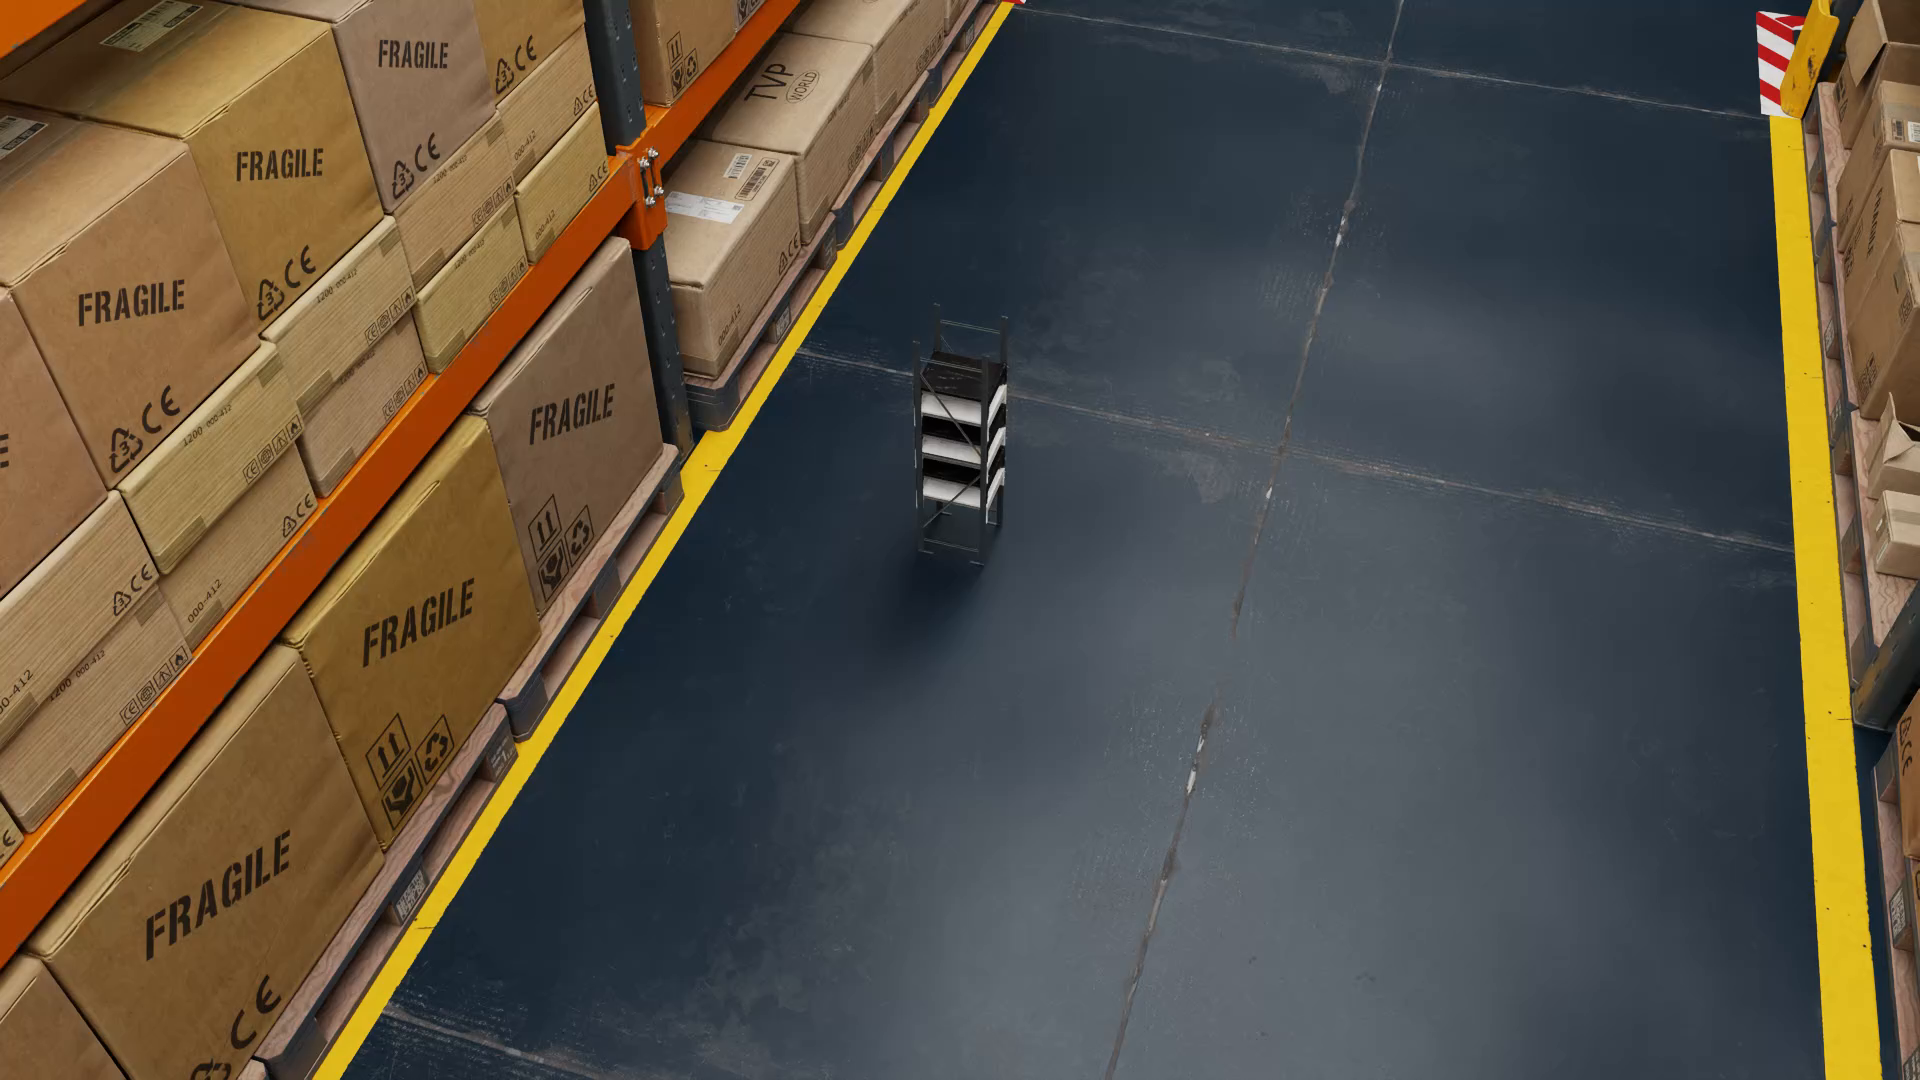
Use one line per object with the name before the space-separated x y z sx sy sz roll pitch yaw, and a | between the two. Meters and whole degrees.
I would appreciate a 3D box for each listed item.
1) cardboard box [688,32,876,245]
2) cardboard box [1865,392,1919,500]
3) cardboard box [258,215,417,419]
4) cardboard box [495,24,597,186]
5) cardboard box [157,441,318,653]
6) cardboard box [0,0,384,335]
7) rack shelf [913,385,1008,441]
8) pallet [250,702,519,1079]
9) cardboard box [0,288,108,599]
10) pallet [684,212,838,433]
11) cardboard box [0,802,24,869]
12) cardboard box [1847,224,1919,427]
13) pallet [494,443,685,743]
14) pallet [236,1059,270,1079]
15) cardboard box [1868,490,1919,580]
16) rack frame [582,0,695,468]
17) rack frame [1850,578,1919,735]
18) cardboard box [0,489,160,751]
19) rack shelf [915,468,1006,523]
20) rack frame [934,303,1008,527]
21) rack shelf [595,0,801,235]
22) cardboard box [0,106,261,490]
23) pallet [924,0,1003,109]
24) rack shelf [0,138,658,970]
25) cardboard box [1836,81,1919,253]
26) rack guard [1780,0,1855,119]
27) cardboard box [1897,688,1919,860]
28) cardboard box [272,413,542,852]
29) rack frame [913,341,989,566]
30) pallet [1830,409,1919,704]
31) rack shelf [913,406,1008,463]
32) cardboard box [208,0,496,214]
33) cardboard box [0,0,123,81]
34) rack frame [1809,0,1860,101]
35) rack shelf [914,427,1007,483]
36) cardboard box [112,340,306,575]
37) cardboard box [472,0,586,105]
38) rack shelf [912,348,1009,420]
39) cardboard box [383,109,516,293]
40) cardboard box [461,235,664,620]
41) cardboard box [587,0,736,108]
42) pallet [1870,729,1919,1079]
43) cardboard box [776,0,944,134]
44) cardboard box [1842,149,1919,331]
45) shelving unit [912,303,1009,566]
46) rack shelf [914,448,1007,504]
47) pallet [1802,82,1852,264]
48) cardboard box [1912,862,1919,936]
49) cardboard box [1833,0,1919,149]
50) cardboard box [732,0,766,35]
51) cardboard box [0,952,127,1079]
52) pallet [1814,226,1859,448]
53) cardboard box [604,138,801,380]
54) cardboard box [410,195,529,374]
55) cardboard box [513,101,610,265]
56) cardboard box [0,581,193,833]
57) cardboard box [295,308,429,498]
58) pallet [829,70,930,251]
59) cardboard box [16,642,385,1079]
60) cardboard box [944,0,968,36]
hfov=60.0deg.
cardboard box | -0.904 -1.706 6.880 0.875 0.438 0.875 11 45 11
cardboard box | 3.262 -0.274 5.540 0.396 0.266 0.258 14 46 14
cardboard box | -1.664 -0.577 3.945 0.500 0.250 0.500 14 46 13
cardboard box | -1.368 -1.258 4.641 0.500 0.250 0.500 12 46 12
cardboard box | -1.841 -0.056 3.770 0.500 0.250 0.500 13 46 13
cardboard box | -1.684 -0.841 3.678 0.500 0.500 0.500 14 46 14
rack shelf | 0.002 -0.432 5.338 0.258 0.077 0.200 13 46 12
pallet | -1.996 0.864 4.716 1.003 0.211 1.213 13 46 13
cardboard box | -1.983 -0.157 2.979 0.500 0.500 0.500 14 46 14
pallet | -1.162 -0.972 6.593 1.003 0.211 1.213 13 46 13
cardboard box | -2.151 0.622 3.077 0.500 0.250 0.500 11 46 11
cardboard box | 3.591 -0.712 5.819 0.700 0.500 0.500 11 45 11
pallet | -1.628 0.048 5.550 1.003 0.211 1.213 13 46 13
pallet | -2.367 1.675 3.888 1.003 0.211 1.213 13 46 13
cardboard box | 3.154 0.005 5.338 0.380 0.149 0.250 11 45 11
rack frame | -1.467 -1.479 5.116 1.000 3.000 0.127 13 46 13
rack frame | 3.265 -0.430 4.045 1.000 3.000 0.127 13 46 13
cardboard box | -1.969 0.103 3.250 0.500 0.250 0.500 12 46 12
rack shelf | 0.002 -0.175 5.590 0.258 0.077 0.200 13 46 12
rack frame | 0.033 -0.395 5.510 0.240 0.900 0.006 13 46 12
rack shelf | -0.861 -2.555 6.730 1.077 0.370 4.000 13 46 13
cardboard box | -1.827 -0.492 3.322 0.500 0.500 0.500 13 46 13
pallet | -0.423 -2.599 8.255 1.003 0.211 1.213 13 46 13
rack shelf | -2.072 0.112 4.006 1.077 0.370 4.000 13 46 13
cardboard box | 3.905 -1.404 6.527 0.700 0.500 0.500 14 46 14
rack guard | 4.454 -2.152 7.592 1.175 0.500 0.348 13 46 13
cardboard box | 2.904 0.588 4.491 0.500 0.500 0.500 14 46 14
cardboard box | -1.844 0.165 4.656 0.875 0.875 0.875 14 46 14
rack frame | -0.028 -0.259 5.372 0.240 0.900 0.006 13 46 12
pallet | 3.474 0.109 5.487 1.003 0.211 1.213 13 46 13
rack shelf | 0.002 -0.368 5.401 0.258 0.077 0.200 13 46 12
cardboard box | -1.512 -1.174 4.019 0.500 0.500 0.500 13 46 13
cardboard box | -2.156 -0.961 3.801 0.500 0.500 0.500 11 46 12
rack frame | 4.477 -3.096 6.769 1.000 3.000 0.127 13 46 13
rack shelf | 0.002 -0.303 5.464 0.258 0.077 0.200 13 46 12
cardboard box | -1.803 -0.232 3.592 0.500 0.250 0.500 13 46 13
cardboard box | -1.363 -1.521 4.373 0.500 0.500 0.500 14 46 14
rack shelf | 0.002 -0.496 5.275 0.258 0.077 0.200 13 46 12
cardboard box | -1.513 -0.924 4.299 0.500 0.250 0.500 14 46 13
cardboard box | -1.578 -0.439 5.273 0.875 0.875 0.875 14 46 14
cardboard box | -1.075 -1.772 5.344 0.500 0.500 0.500 14 46 14
pallet | 3.055 1.117 4.458 1.003 0.211 1.213 13 46 13
cardboard box | -0.629 -2.306 7.494 0.875 0.438 0.875 14 46 14
cardboard box | 3.650 -1.072 6.188 0.500 0.500 0.500 13 46 13
shelving unit | 0.002 -0.327 5.441 0.258 0.900 0.210 13 46 12
rack shelf | 0.002 -0.239 5.527 0.258 0.077 0.200 13 46 12
pallet | 4.213 -1.517 7.150 1.003 0.211 1.213 13 46 13
cardboard box | 2.752 0.945 4.126 0.500 0.500 0.500 12 46 12
cardboard box | 4.201 -1.966 7.099 0.797 0.503 0.637 11 45 11
cardboard box | -0.919 -2.106 5.686 0.500 0.500 0.500 13 46 13
cardboard box | -2.390 1.354 3.440 0.875 0.875 0.875 12 46 12
pallet | 3.842 -0.706 6.321 1.003 0.211 1.213 13 46 13
cardboard box | -1.174 -1.109 6.270 0.875 0.438 0.875 12 46 12
cardboard box | -1.517 -0.733 4.462 0.500 0.250 0.500 12 46 12
cardboard box | -1.362 -1.073 4.809 0.500 0.250 0.500 12 46 12
cardboard box | -1.987 0.274 3.433 0.500 0.250 0.500 14 46 14
cardboard box | -1.688 -0.401 4.122 0.500 0.250 0.500 11 46 11
pallet | -0.794 -1.788 7.426 1.003 0.211 1.213 13 46 12
cardboard box | -2.115 0.760 4.047 0.875 0.875 0.875 13 46 13
cardboard box | -0.360 -2.918 8.119 0.875 0.438 0.875 11 45 11
